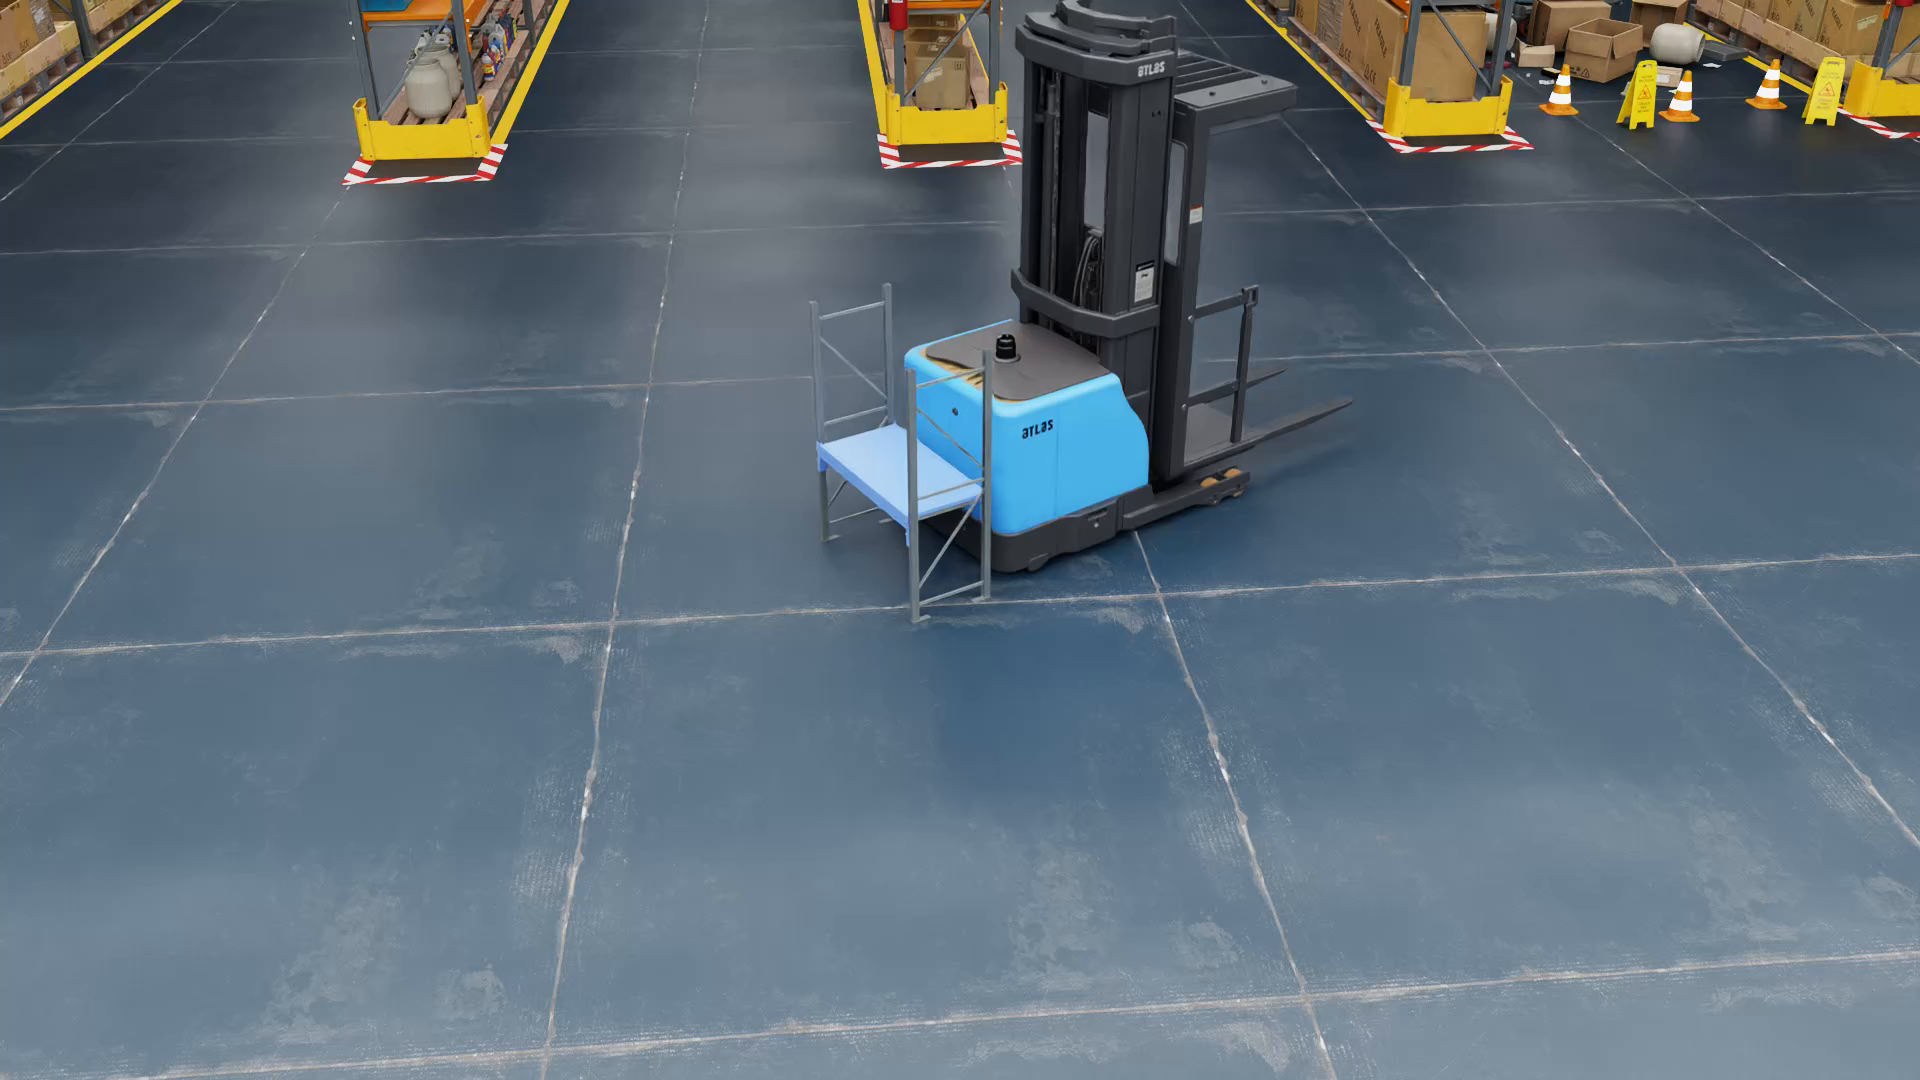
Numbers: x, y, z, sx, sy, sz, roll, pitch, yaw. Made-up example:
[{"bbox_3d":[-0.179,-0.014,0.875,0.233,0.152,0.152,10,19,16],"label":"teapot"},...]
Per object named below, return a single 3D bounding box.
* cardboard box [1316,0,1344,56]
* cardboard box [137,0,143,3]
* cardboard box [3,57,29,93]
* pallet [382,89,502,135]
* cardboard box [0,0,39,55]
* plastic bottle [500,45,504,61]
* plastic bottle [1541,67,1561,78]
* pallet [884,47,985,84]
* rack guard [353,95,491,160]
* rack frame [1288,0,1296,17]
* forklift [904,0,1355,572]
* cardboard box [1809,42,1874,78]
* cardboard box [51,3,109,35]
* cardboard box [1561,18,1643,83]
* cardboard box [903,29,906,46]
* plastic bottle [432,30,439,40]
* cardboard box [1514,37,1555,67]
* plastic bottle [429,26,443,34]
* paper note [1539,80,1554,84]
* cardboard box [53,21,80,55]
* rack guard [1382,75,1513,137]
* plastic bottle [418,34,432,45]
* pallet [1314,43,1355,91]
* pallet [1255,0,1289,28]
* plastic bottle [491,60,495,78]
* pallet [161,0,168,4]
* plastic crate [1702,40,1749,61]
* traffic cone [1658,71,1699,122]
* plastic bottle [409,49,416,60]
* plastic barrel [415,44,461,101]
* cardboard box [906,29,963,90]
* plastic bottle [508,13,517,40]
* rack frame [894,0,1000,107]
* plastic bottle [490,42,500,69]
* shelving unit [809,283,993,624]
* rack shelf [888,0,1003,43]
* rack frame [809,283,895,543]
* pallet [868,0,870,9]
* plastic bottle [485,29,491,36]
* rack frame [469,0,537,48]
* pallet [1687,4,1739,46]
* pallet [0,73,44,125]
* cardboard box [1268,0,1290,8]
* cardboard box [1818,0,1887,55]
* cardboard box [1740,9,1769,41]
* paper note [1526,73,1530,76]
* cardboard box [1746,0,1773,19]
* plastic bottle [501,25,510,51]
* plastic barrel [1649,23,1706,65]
[{"bbox_3d":[4.524,-5.915,18.390,0.875,0.875,0.875,-3,31,-4],"label":"cardboard box"},{"bbox_3d":[-10.299,-6.775,20.440,0.500,0.250,0.500,-2,31,-4],"label":"cardboard box"},{"bbox_3d":[-9.958,-4.780,17.100,0.500,0.250,0.500,-3,31,-5],"label":"cardboard box"},{"bbox_3d":[-5.183,-4.220,16.609,1.003,0.211,1.213,-3,31,-5],"label":"pallet"},{"bbox_3d":[-10.018,-5.357,17.334,0.500,0.500,0.500,-3,31,-5],"label":"cardboard box"},{"bbox_3d":[-4.987,-5.275,17.957,0.097,0.201,0.097,0,31,0],"label":"plastic bottle"},{"bbox_3d":[6.503,-5.153,18.318,0.133,0.061,0.283,-14,33,-22],"label":"plastic bottle"},{"bbox_3d":[-0.286,-5.083,18.053,1.003,0.211,1.213,-3,31,-5],"label":"pallet"},{"bbox_3d":[-5.112,-3.929,15.841,1.175,0.500,0.348,-3,31,-5],"label":"rack guard"},{"bbox_3d":[4.447,-7.431,19.266,1.000,3.000,0.127,-3,31,-5],"label":"rack frame"},{"bbox_3d":[1.158,-1.667,9.682,3.031,2.935,1.130,-20,36,-30],"label":"forklift"},{"bbox_3d":[9.394,-5.090,17.618,0.500,0.250,0.500,-3,31,-5],"label":"cardboard box"},{"bbox_3d":[-10.155,-5.990,19.125,0.500,0.250,0.500,-3,31,-6],"label":"cardboard box"},{"bbox_3d":[7.055,-5.382,18.269,0.637,0.503,0.797,27,40,37],"label":"cardboard box"},{"bbox_3d":[-0.442,-5.854,18.654,0.500,0.500,0.500,7,32,11],"label":"cardboard box"},{"bbox_3d":[-5.701,-5.424,18.137,0.097,0.271,0.097,0,31,0],"label":"plastic bottle"},{"bbox_3d":[6.441,-5.468,18.646,0.396,0.266,0.258,2,31,4],"label":"cardboard box"},{"bbox_3d":[-5.752,-5.531,18.239,0.144,0.351,0.185,-4,31,-7],"label":"plastic bottle"},{"bbox_3d":[6.368,-4.974,18.050,0.144,0.017,0.142,8,32,13],"label":"paper note"},{"bbox_3d":[-10.103,-5.546,18.382,0.500,0.250,0.500,-3,31,-5],"label":"cardboard box"},{"bbox_3d":[4.823,-4.304,16.468,1.175,0.500,0.348,-3,31,-5],"label":"rack guard"},{"bbox_3d":[-5.695,-5.219,17.717,0.144,0.351,0.185,-2,31,-3],"label":"plastic bottle"},{"bbox_3d":[4.557,-5.218,18.280,1.003,0.211,1.213,-3,31,-5],"label":"pallet"},{"bbox_3d":[4.300,-6.624,20.635,1.003,0.211,1.213,-3,31,-5],"label":"pallet"},{"bbox_3d":[-4.927,-4.947,17.406,0.097,0.201,0.097,0,31,0],"label":"plastic bottle"},{"bbox_3d":[-10.700,-7.195,21.591,1.003,0.211,1.213,-3,31,-5],"label":"pallet"},{"bbox_3d":[8.696,-5.626,19.090,0.402,0.080,0.583,-14,33,-22],"label":"plastic crate"},{"bbox_3d":[7.341,-4.520,16.865,0.336,0.463,0.334,-3,31,-5],"label":"traffic cone"},{"bbox_3d":[-5.696,-4.964,17.355,0.061,0.283,0.133,-2,31,-3],"label":"plastic bottle"},{"bbox_3d":[-5.243,-4.666,16.653,0.421,0.512,0.421,0,31,0],"label":"plastic barrel"},{"bbox_3d":[-0.259,-4.933,17.112,0.500,0.500,0.500,5,31,8],"label":"cardboard box"},{"bbox_3d":[-5.059,-5.801,18.756,0.061,0.283,0.133,-1,31,-2],"label":"plastic bottle"},{"bbox_3d":[-0.127,-5.203,15.536,1.000,3.000,0.127,-3,31,-5],"label":"rack frame"},{"bbox_3d":[-4.959,-5.150,17.678,0.097,0.271,0.097,0,31,0],"label":"plastic bottle"},{"bbox_3d":[-0.325,-0.483,9.097,0.538,1.500,1.048,-18,35,-27],"label":"shelving unit"},{"bbox_3d":[-0.314,-5.915,17.430,1.077,0.370,4.000,-3,31,-5],"label":"rack shelf"},{"bbox_3d":[-0.598,-0.703,9.465,0.500,1.500,0.032,-18,35,-27],"label":"rack frame"},{"bbox_3d":[-0.692,-7.070,21.380,1.003,0.211,1.213,-3,31,-5],"label":"pallet"},{"bbox_3d":[-5.137,-5.435,18.143,0.061,0.283,0.133,-3,31,-5],"label":"plastic bottle"},{"bbox_3d":[-5.432,-7.008,18.557,1.000,3.000,0.127,-3,31,-5],"label":"rack frame"},{"bbox_3d":[9.464,-6.182,19.893,1.003,0.211,1.213,-3,31,-5],"label":"pallet"},{"bbox_3d":[-10.215,-4.543,17.150,1.003,0.211,1.213,-3,31,-5],"label":"pallet"},{"bbox_3d":[4.299,-6.958,20.259,1.050,0.750,0.750,-3,31,-5],"label":"cardboard box"},{"bbox_3d":[9.405,-5.396,17.400,0.500,0.500,0.500,-3,31,-4],"label":"cardboard box"},{"bbox_3d":[9.265,-5.863,18.912,0.500,0.250,0.500,-3,31,-5],"label":"cardboard box"},{"bbox_3d":[6.261,-5.123,18.317,0.032,0.001,0.123,13,33,21],"label":"paper note"},{"bbox_3d":[9.260,-6.190,18.729,0.500,0.500,0.500,-1,31,-2],"label":"cardboard box"},{"bbox_3d":[-5.010,-5.536,18.314,0.061,0.283,0.133,-1,31,-1],"label":"plastic bottle"},{"bbox_3d":[8.039,-5.554,18.635,0.512,0.421,0.421,20,36,29],"label":"plastic barrel"}]
